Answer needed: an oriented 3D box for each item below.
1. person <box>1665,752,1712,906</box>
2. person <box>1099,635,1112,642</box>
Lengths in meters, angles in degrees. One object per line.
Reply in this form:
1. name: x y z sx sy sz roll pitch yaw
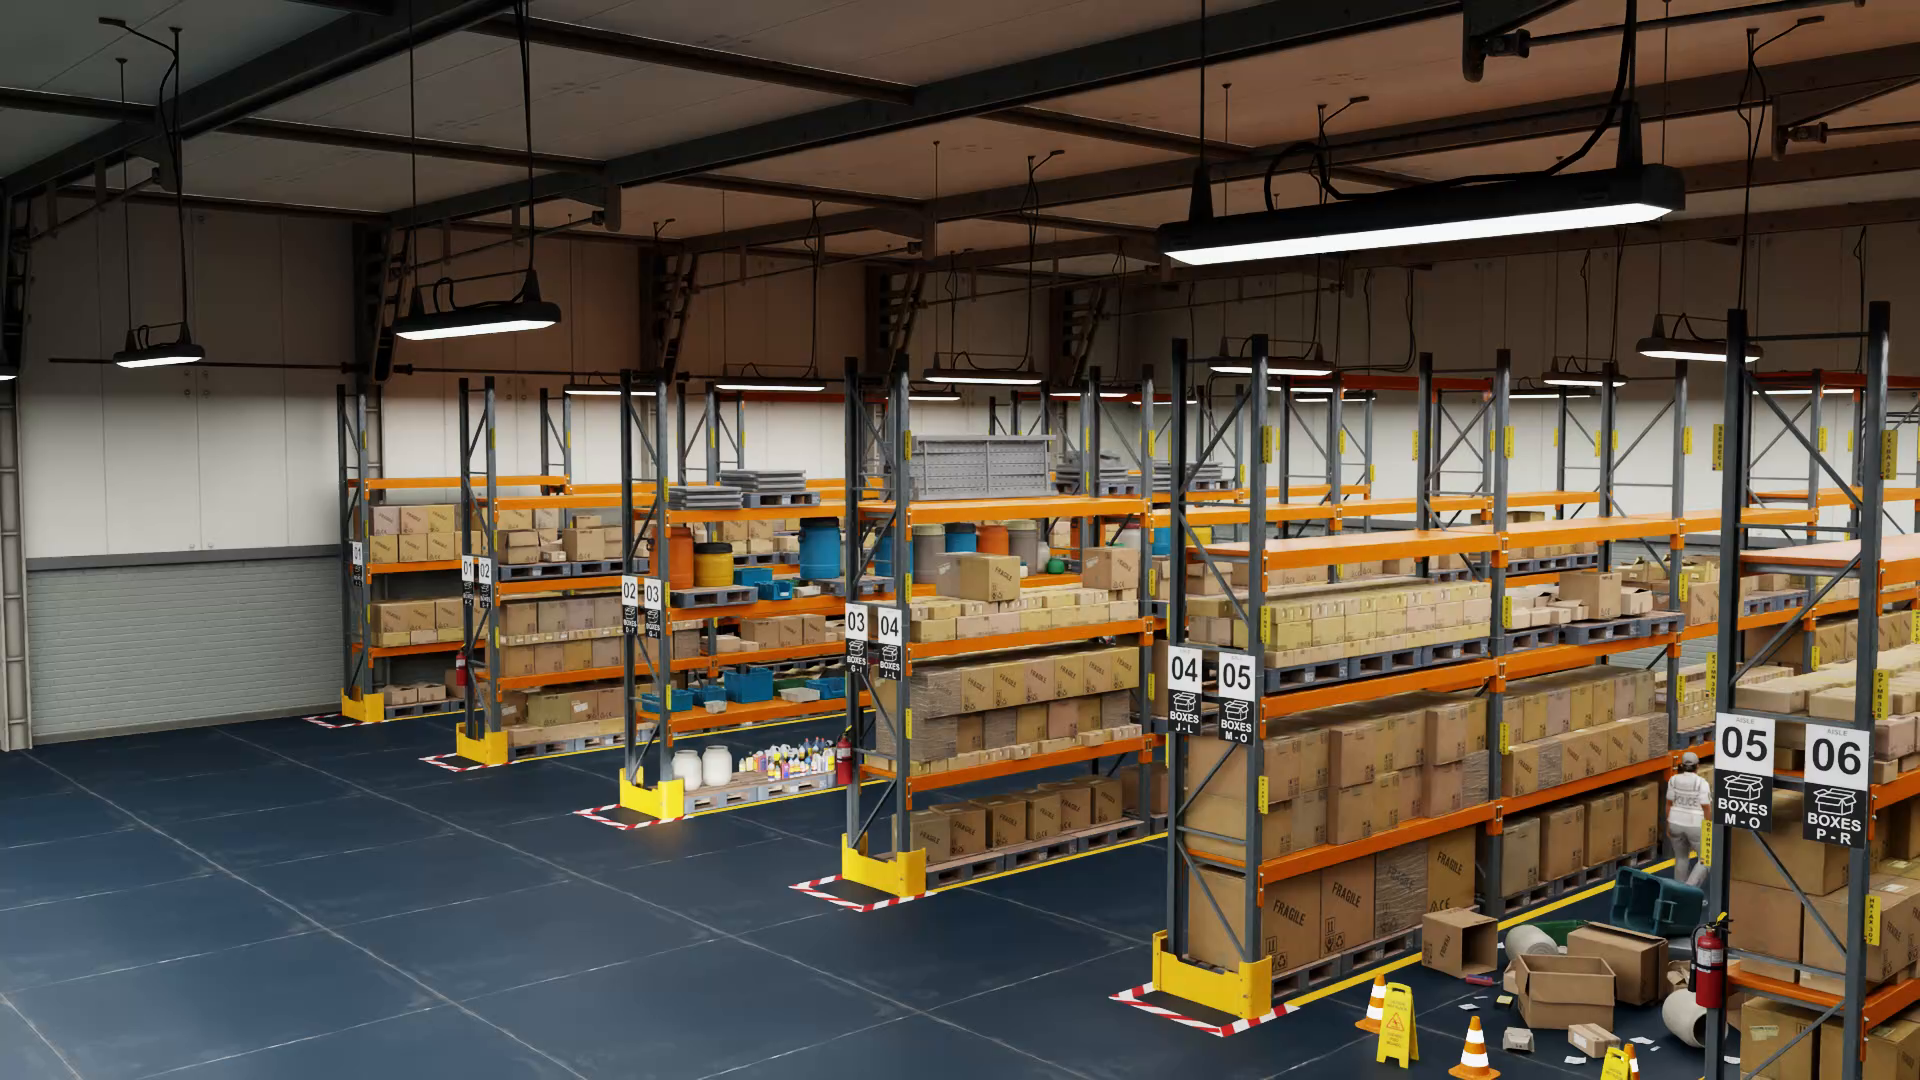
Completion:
1. person: 7.955 3.152 18.147 0.525 1.656 0.530 -3 5 -42
2. person: 2.719 2.267 31.304 0.716 1.688 0.709 -2 4 -33
